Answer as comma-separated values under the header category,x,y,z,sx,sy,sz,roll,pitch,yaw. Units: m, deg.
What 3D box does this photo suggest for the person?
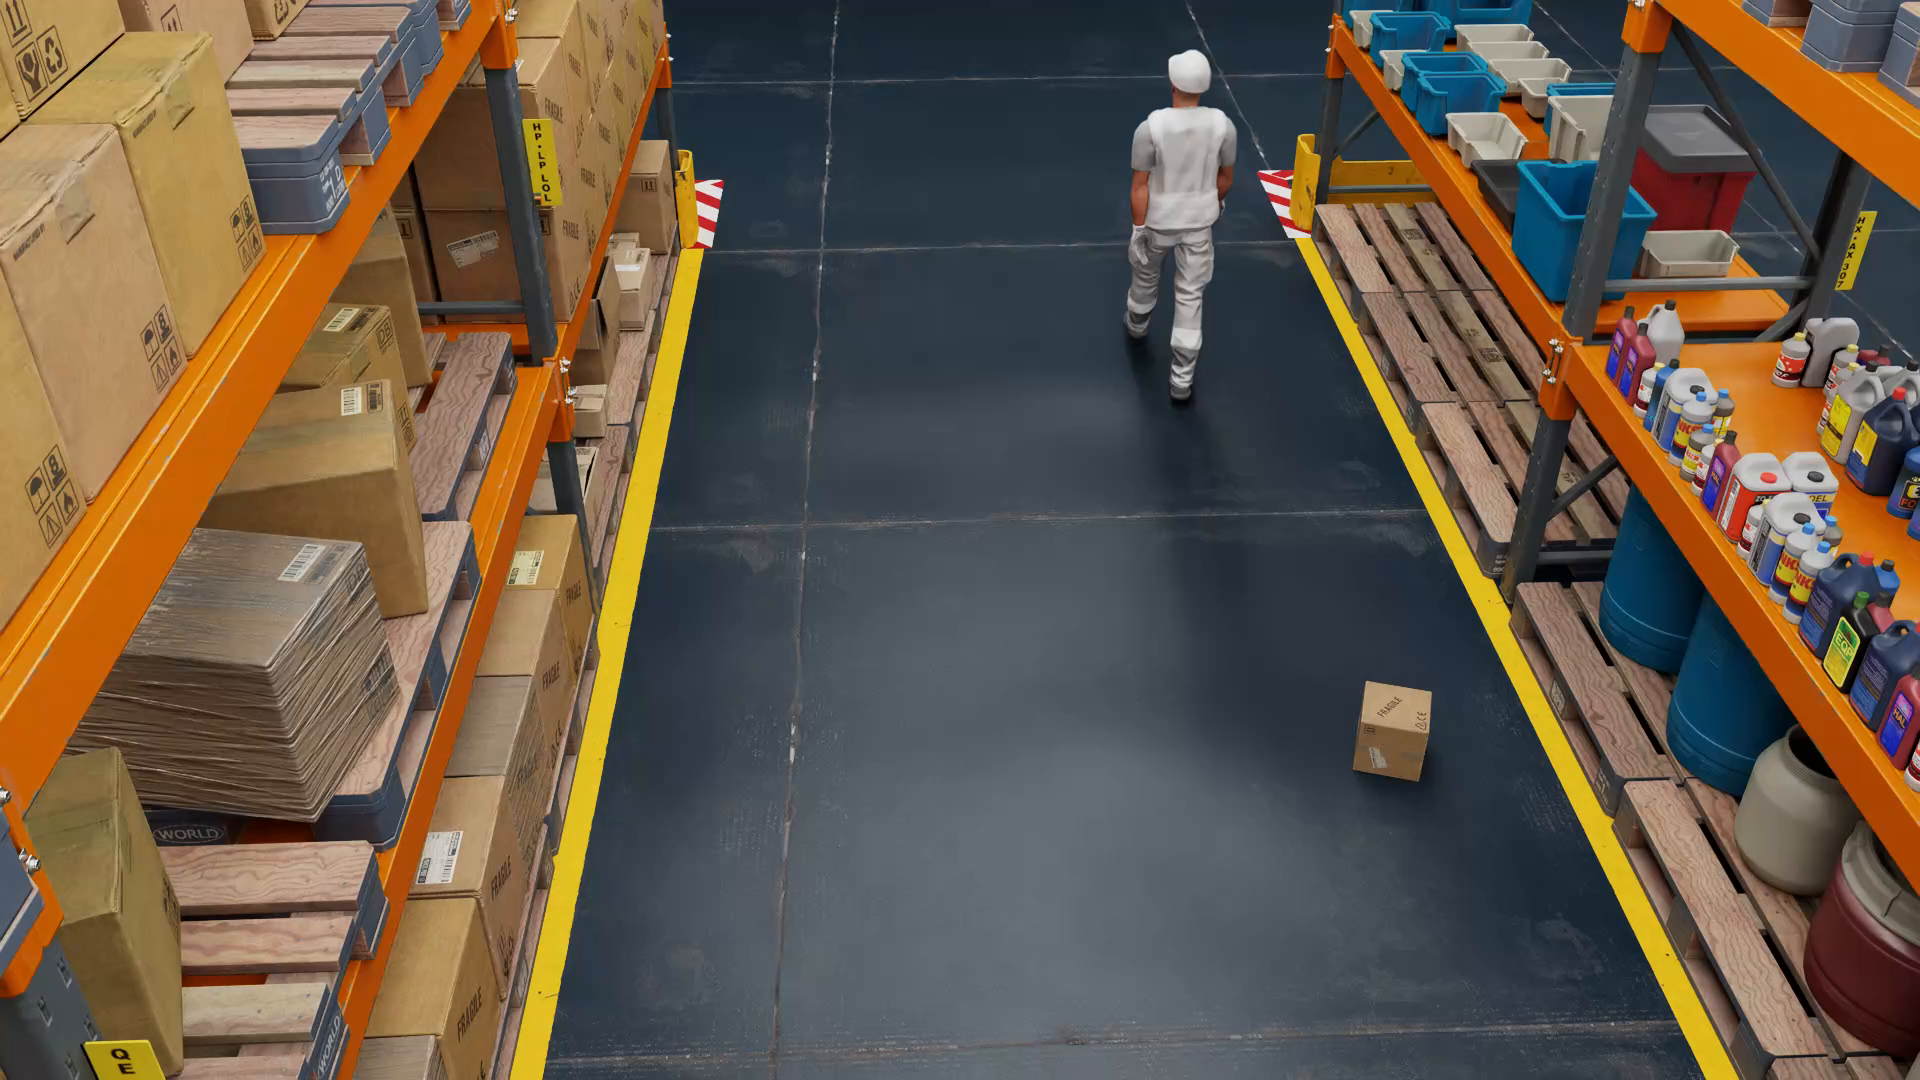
category,x,y,z,sx,sy,sz,roll,pitch,yaw
person,1.110,-1.706,8.537,0.536,1.736,0.974,0,35,1
